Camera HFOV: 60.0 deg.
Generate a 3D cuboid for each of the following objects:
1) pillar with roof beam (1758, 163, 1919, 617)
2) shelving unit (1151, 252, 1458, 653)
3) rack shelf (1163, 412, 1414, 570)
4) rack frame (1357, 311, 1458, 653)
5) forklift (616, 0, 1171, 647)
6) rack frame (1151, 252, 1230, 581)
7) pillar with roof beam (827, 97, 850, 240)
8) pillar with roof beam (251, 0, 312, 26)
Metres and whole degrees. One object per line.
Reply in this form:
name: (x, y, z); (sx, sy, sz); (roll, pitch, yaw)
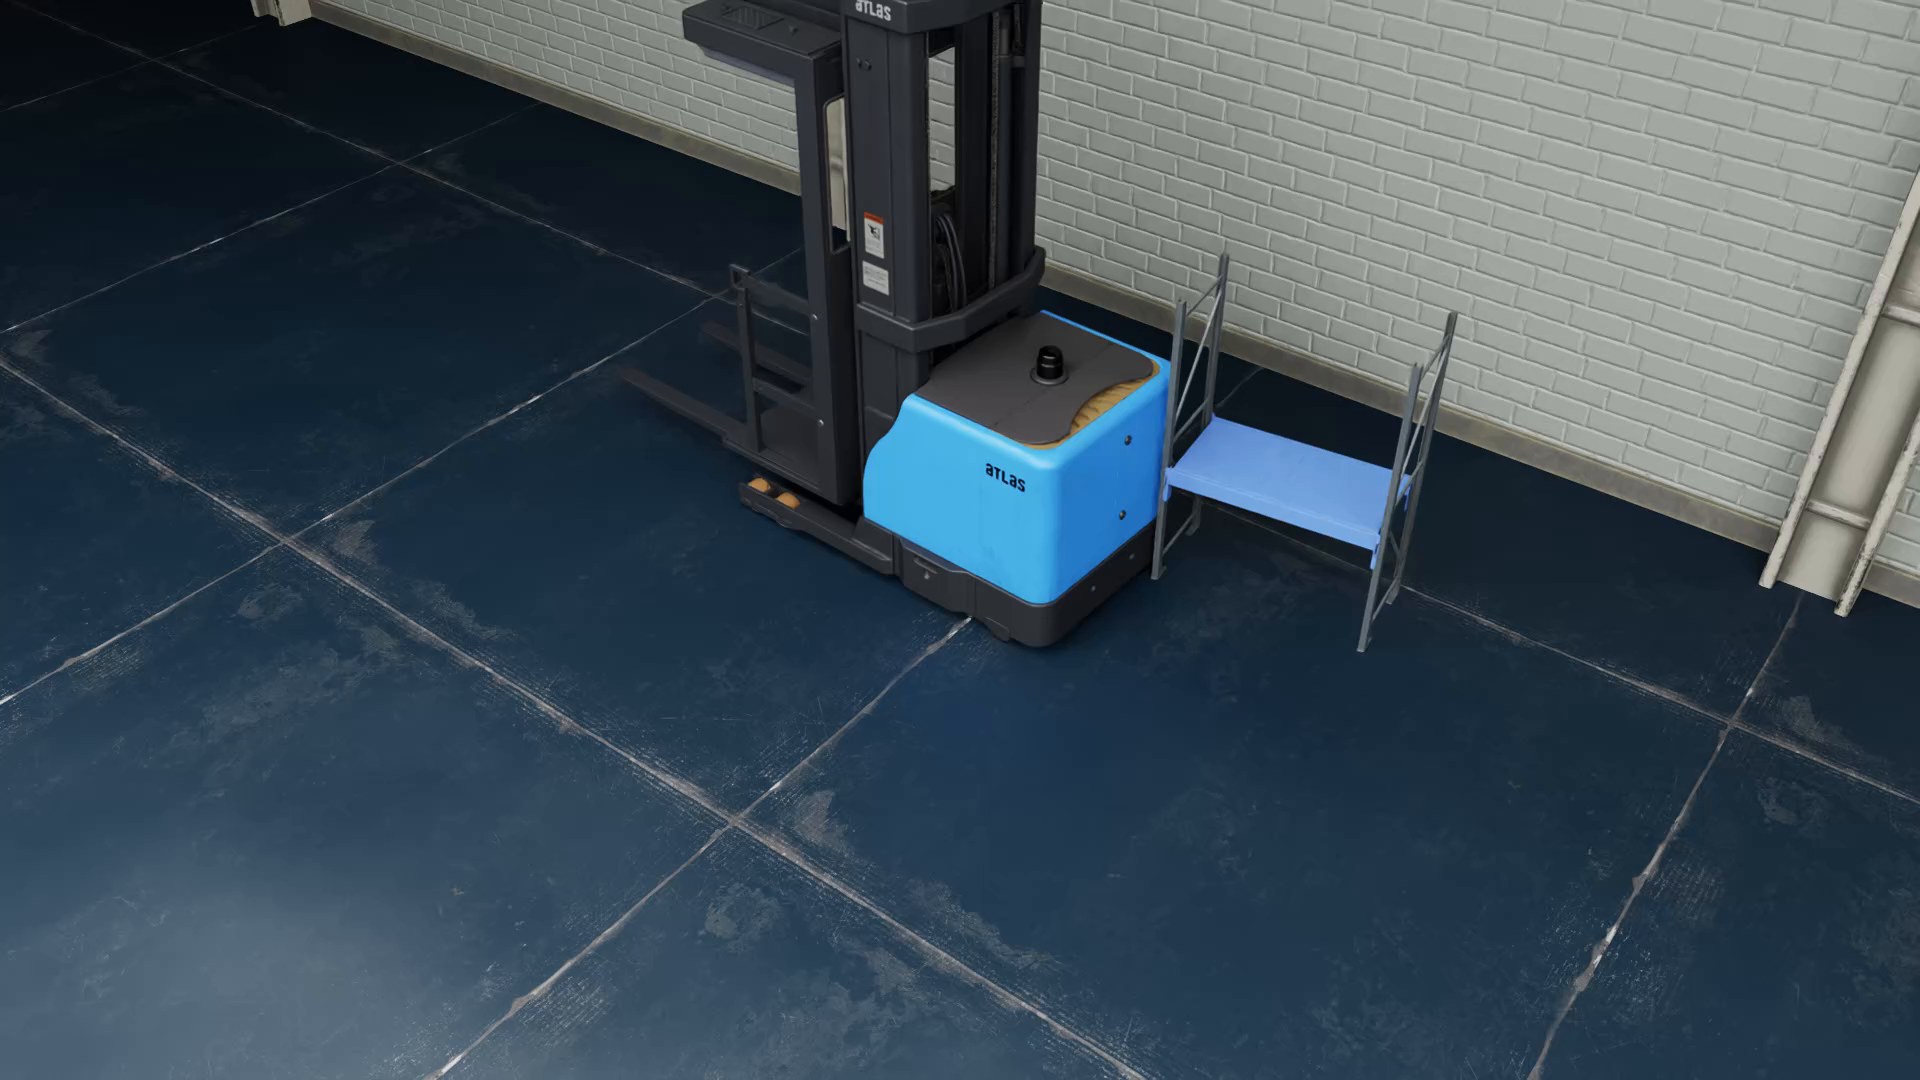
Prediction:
pillar with roof beam: (1.401, -1.228, 2.380); (0.400, 9.000, 9.100); (25, 45, 29)
shelving unit: (1.482, -0.377, 7.376); (1.048, 1.500, 0.538); (20, 42, 23)
rack shelf: (1.482, -0.236, 7.487); (1.000, 0.185, 0.538); (20, 42, 23)
rack frame: (1.922, -0.220, 7.175); (0.032, 1.500, 0.500); (20, 42, 23)
forklift: (-0.467, -1.440, 7.573); (3.031, 2.935, 1.130); (27, 46, 30)
rack frame: (1.043, -0.535, 7.577); (0.032, 1.500, 0.500); (20, 42, 23)
pillar with roof beam: (-3.365, -3.475, 5.250); (0.400, 9.000, 9.100); (25, 45, 29)
pillar with roof beam: (-8.131, -5.722, 8.120); (0.400, 9.000, 9.100); (25, 45, 29)
